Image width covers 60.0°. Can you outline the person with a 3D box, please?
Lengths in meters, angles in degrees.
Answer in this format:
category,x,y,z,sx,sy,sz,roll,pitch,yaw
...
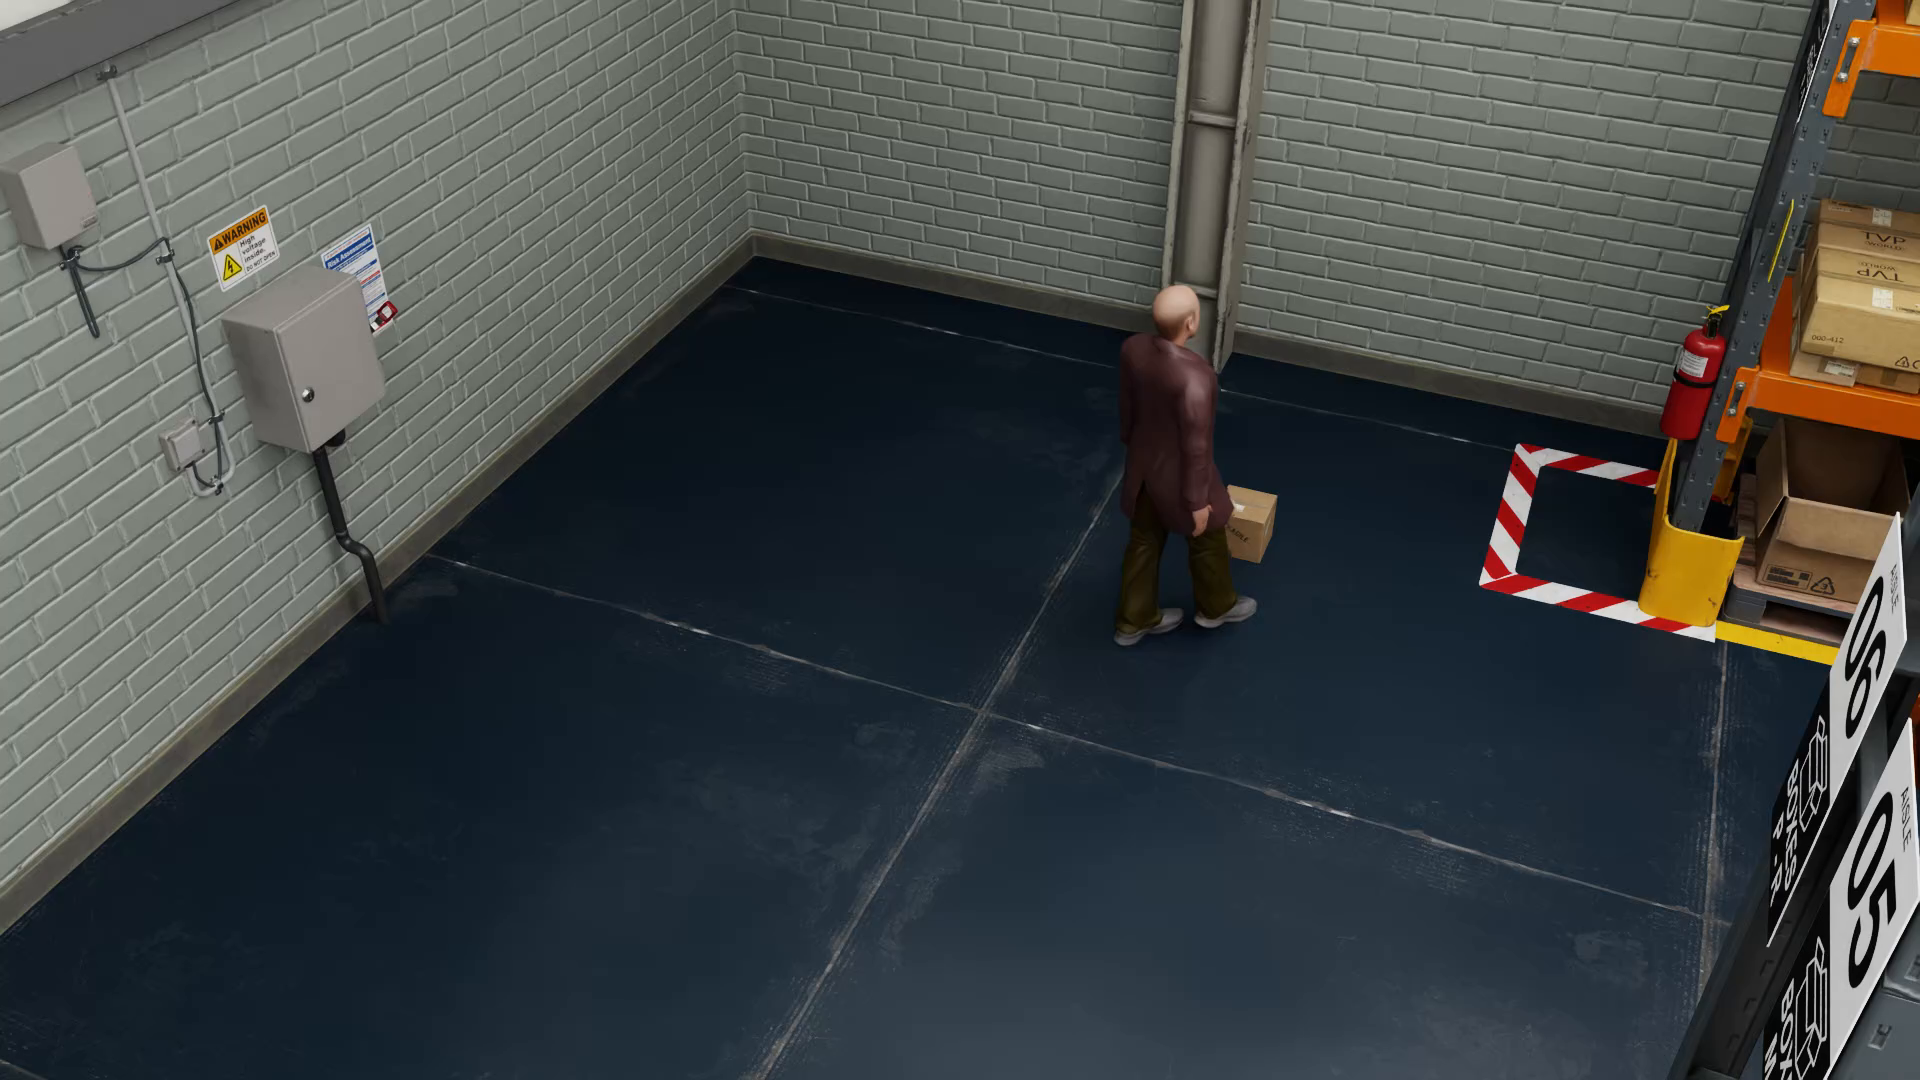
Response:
category,x,y,z,sx,sy,sz,roll,pitch,yaw
person,1.016,-0.346,7.302,0.737,1.784,0.665,-23,43,-27
